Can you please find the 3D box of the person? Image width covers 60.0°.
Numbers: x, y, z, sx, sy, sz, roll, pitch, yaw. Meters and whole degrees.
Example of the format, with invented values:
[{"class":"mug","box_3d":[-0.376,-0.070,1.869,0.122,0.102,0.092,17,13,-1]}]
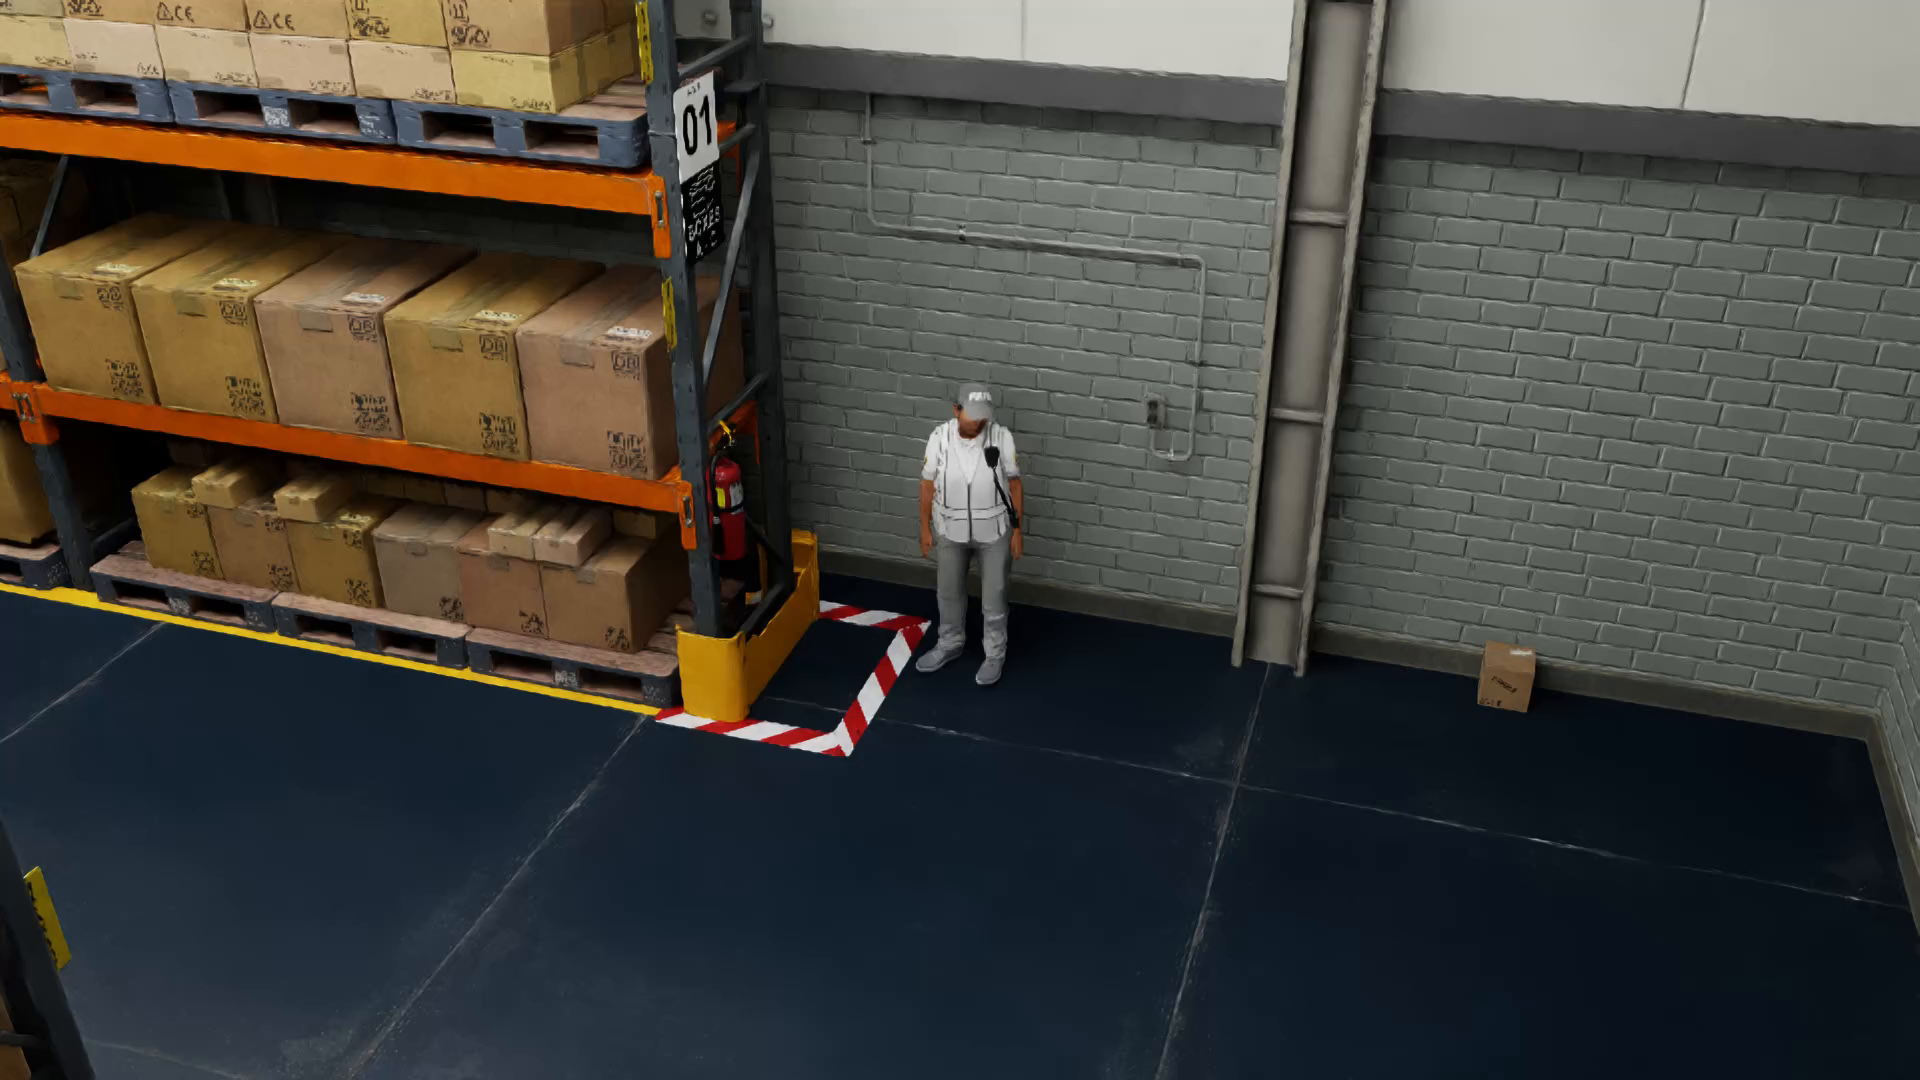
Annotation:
[{"class":"person","box_3d":[0.046,-0.045,8.533,0.564,1.675,0.386,4,30,7]}]
